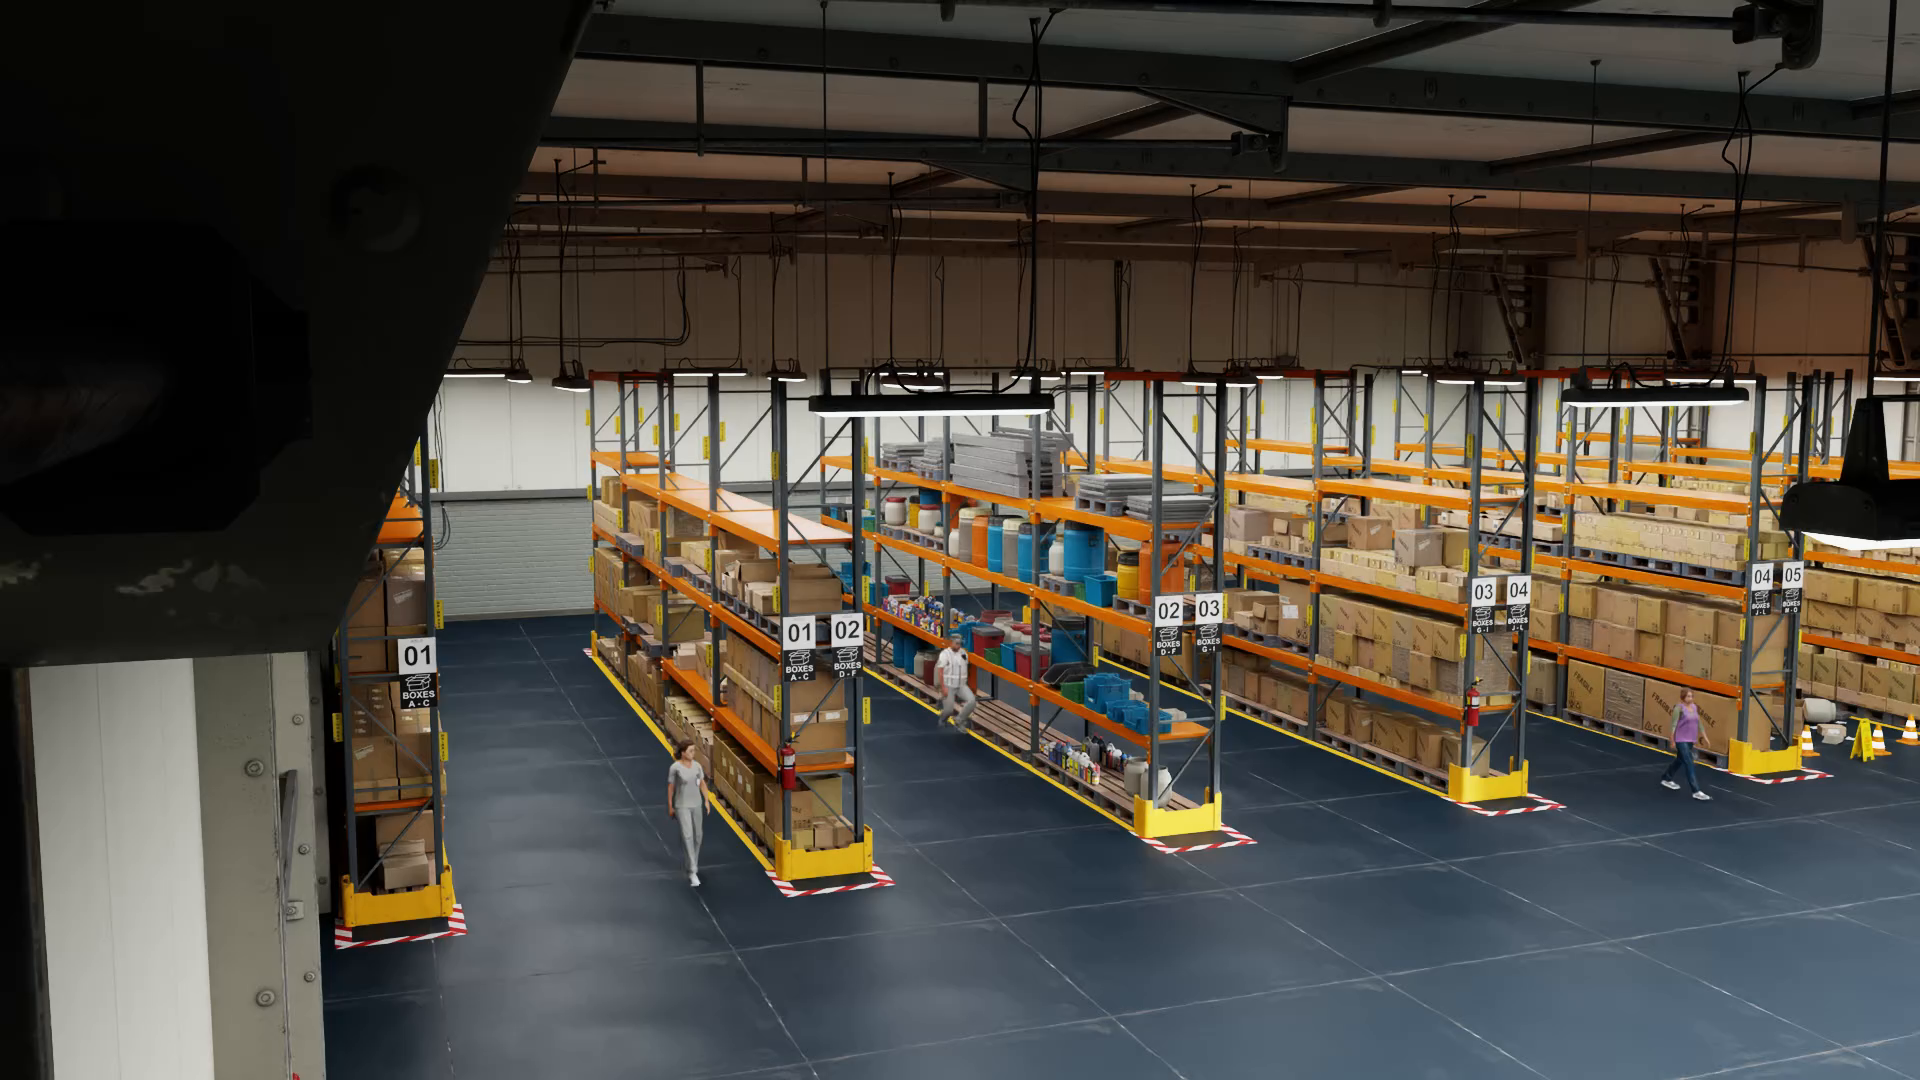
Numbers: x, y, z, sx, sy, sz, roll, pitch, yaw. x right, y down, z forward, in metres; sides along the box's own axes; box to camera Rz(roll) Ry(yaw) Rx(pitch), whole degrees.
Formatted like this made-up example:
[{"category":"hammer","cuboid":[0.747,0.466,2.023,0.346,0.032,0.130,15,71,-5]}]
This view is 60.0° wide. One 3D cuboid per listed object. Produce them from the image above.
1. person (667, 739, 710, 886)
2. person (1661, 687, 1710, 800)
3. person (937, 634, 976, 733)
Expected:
[{"category":"person","cuboid":[-3.224,3.273,20.139,0.465,1.663,0.741,-5,8,-36]},{"category":"person","cuboid":[10.445,2.878,23.843,0.439,1.548,0.896,-3,7,-26]},{"category":"person","cuboid":[-0.075,2.307,27.000,0.609,1.563,0.747,-4,7,-29]}]
